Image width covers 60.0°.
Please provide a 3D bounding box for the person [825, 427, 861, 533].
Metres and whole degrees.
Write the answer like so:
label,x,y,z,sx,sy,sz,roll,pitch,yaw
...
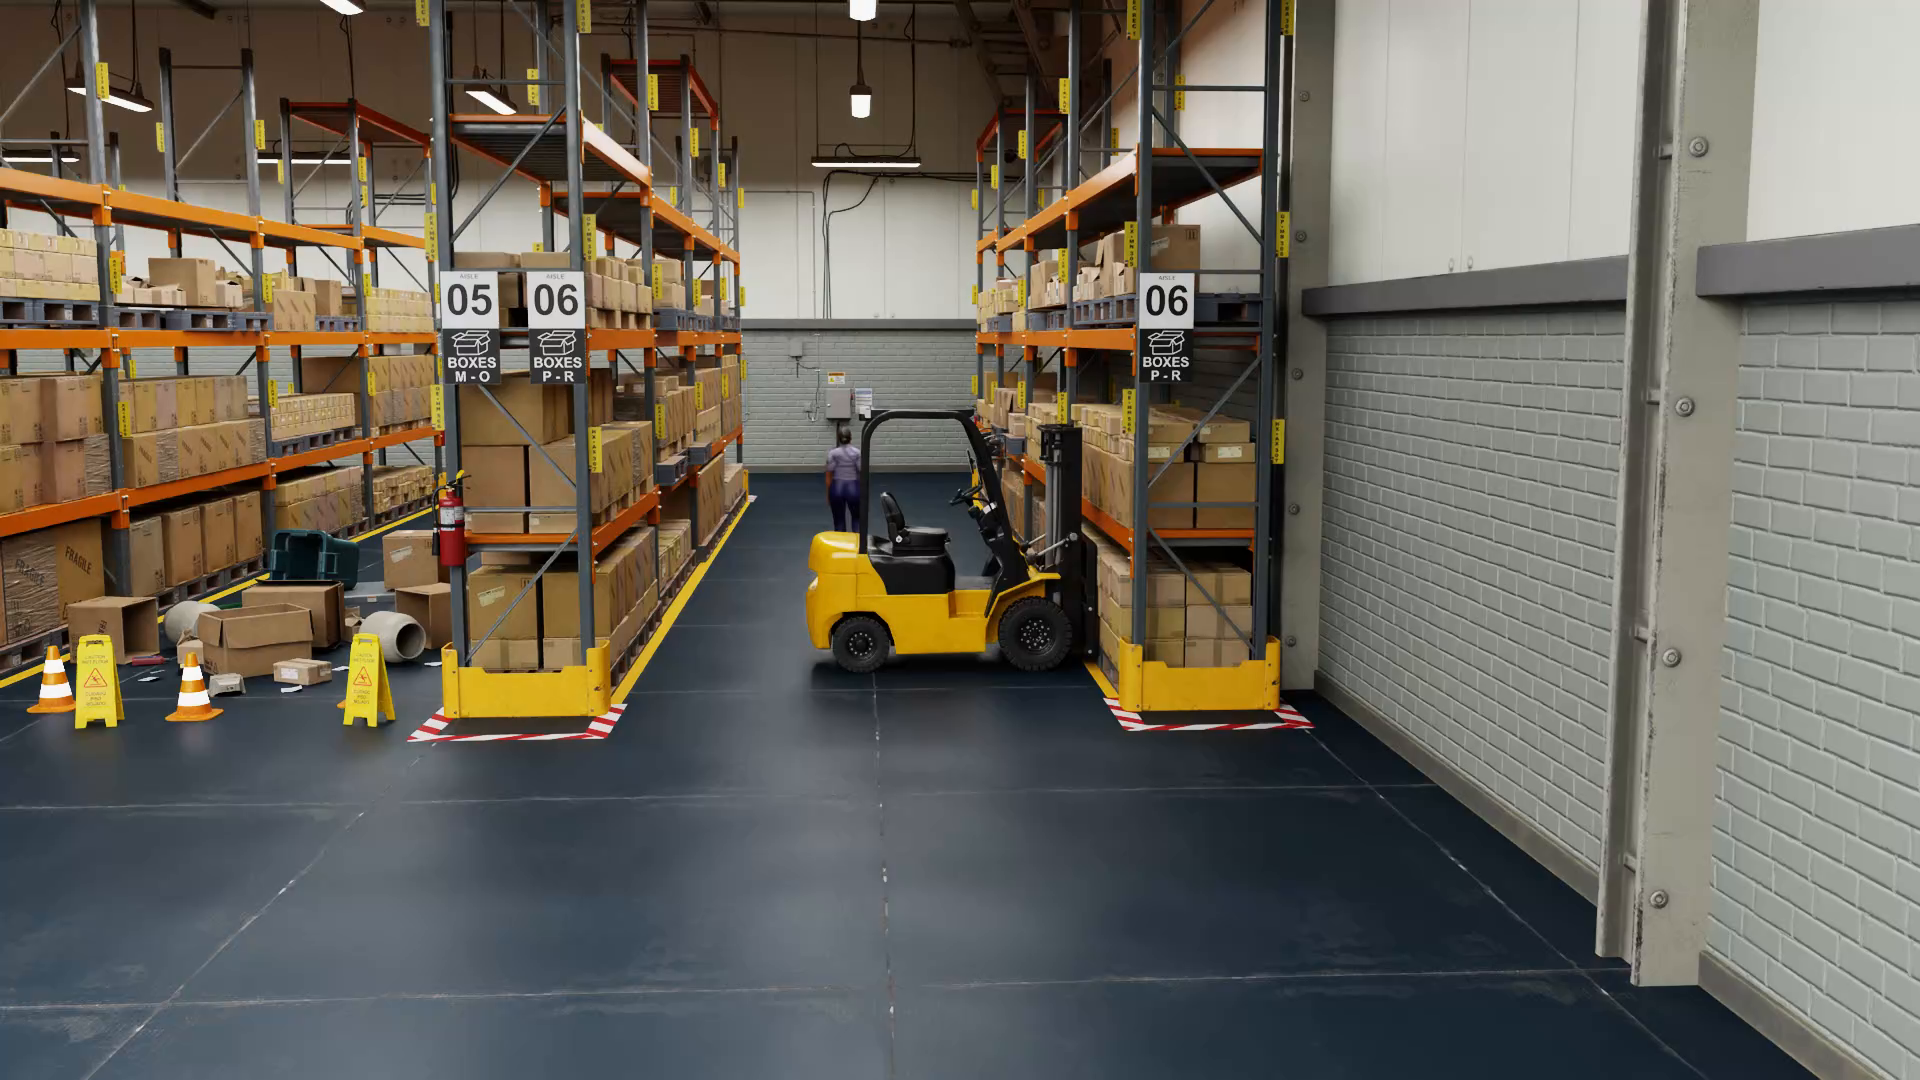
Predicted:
label,x,y,z,sx,sy,sz,roll,pitch,yaw
person,-1.388,-0.540,20.128,0.485,1.664,0.441,-1,7,-10
